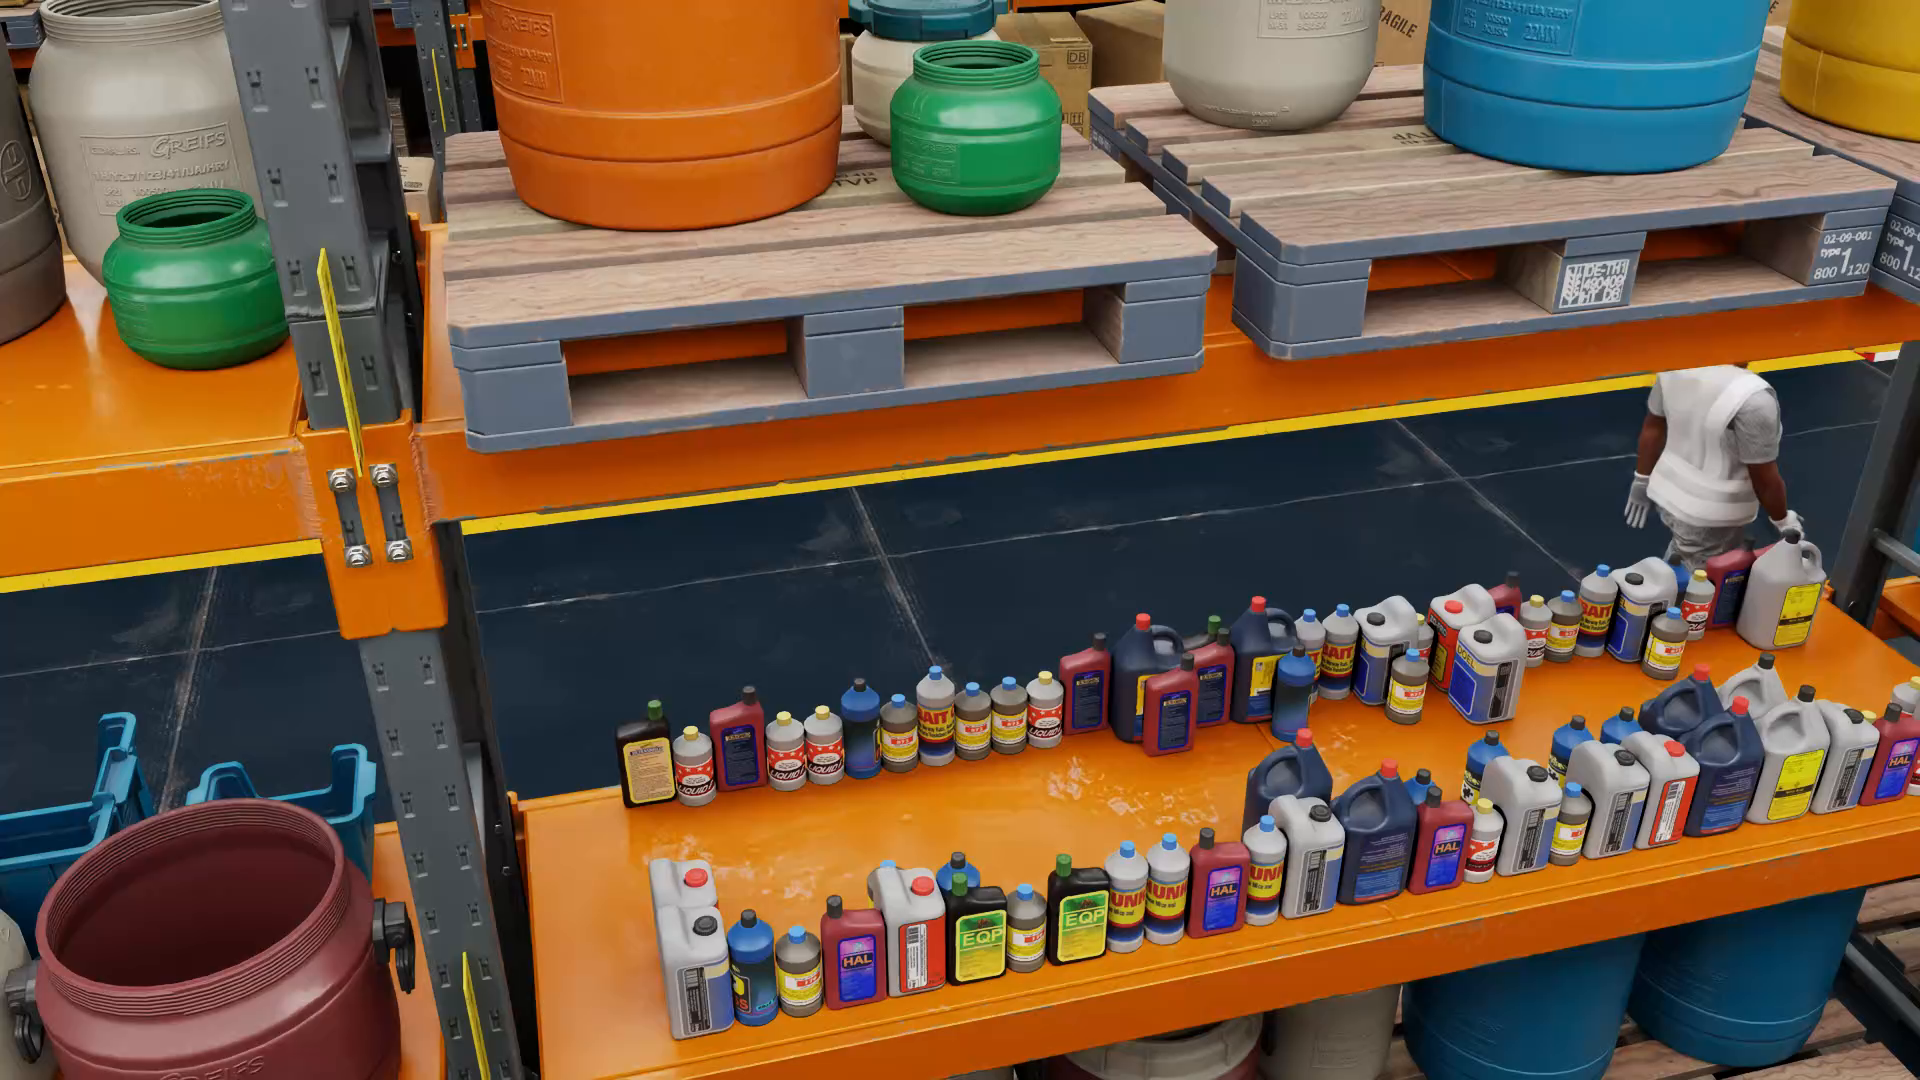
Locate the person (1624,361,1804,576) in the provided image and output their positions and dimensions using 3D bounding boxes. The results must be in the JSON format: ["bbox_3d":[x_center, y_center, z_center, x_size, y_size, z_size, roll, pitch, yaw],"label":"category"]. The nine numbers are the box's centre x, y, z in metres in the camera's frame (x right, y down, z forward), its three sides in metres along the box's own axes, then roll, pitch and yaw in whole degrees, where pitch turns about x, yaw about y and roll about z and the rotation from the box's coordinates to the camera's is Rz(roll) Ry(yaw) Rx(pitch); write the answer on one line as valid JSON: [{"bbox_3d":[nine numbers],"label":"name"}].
[{"bbox_3d":[2.936,-0.138,6.337,0.821,1.785,0.560,-6,31,-10],"label":"person"}]
